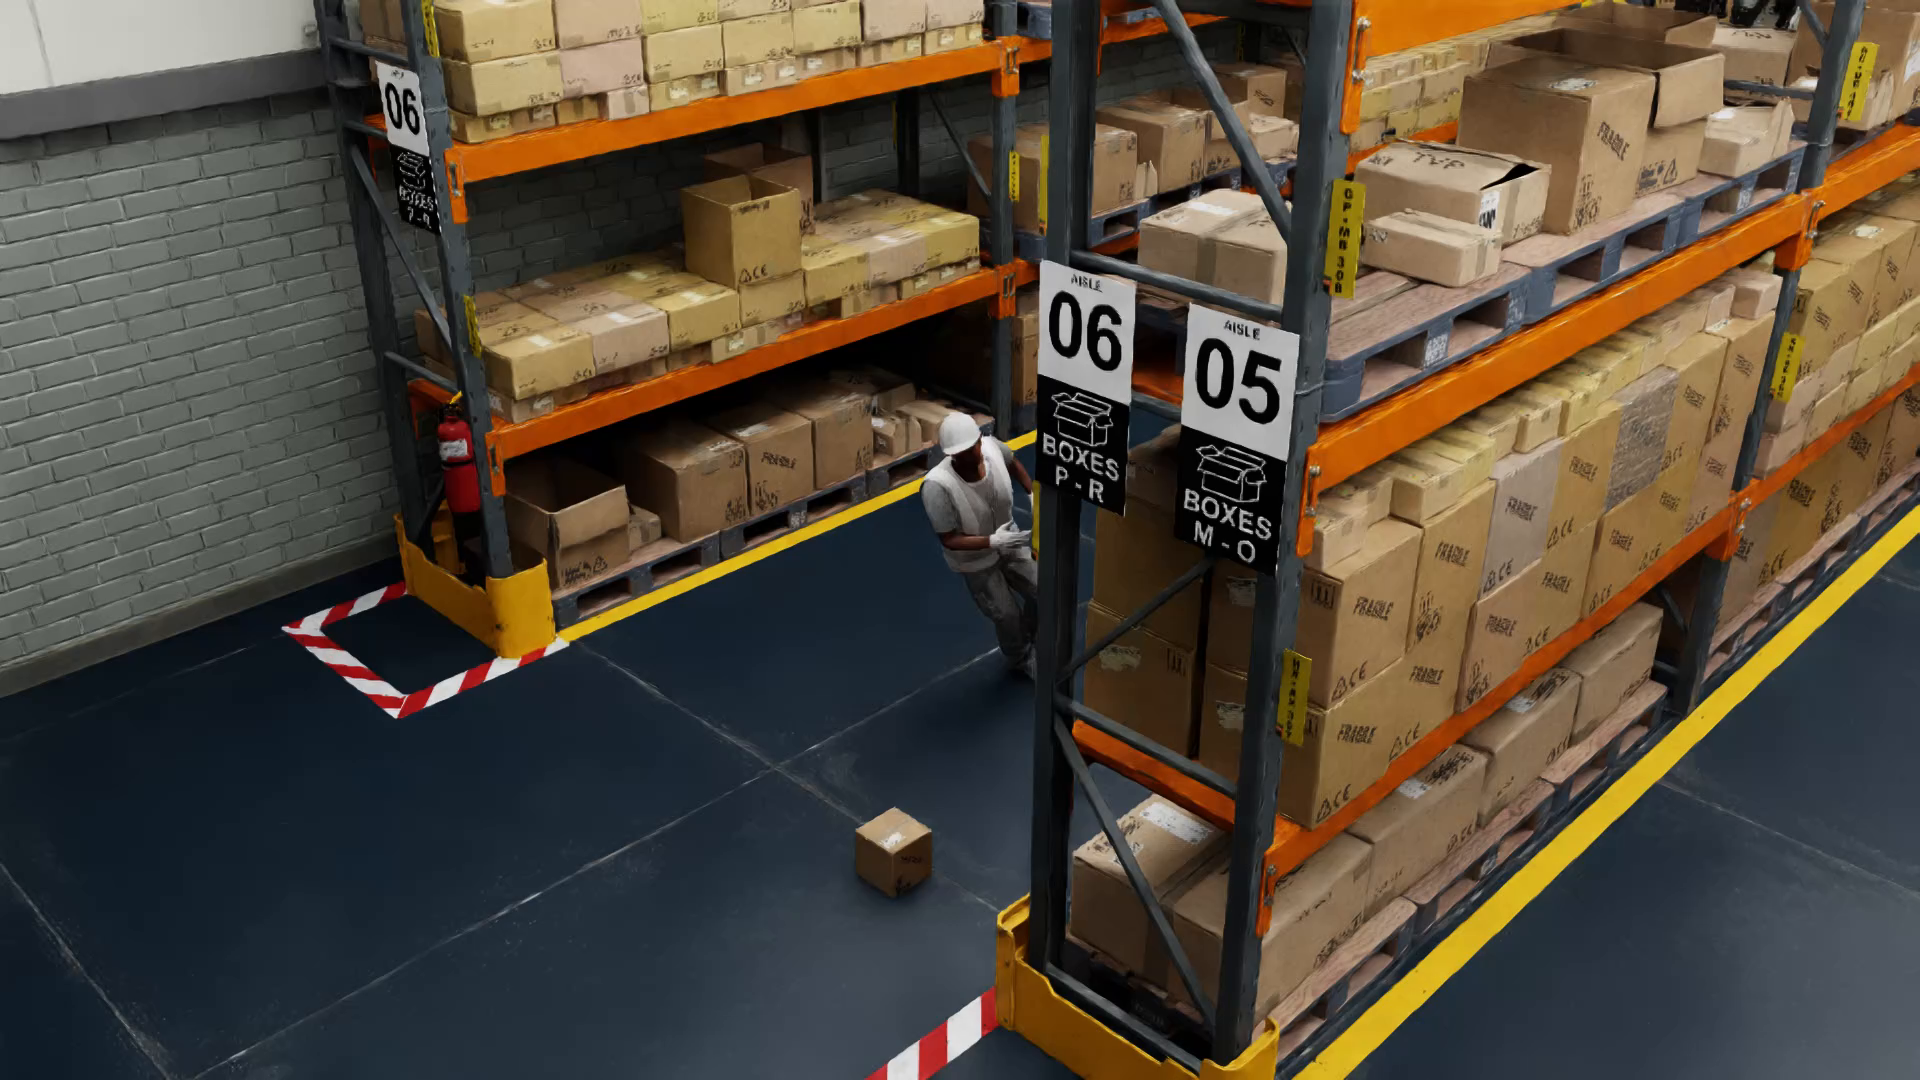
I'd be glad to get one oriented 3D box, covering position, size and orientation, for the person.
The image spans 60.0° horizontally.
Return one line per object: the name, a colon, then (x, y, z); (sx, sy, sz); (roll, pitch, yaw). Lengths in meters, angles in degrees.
person: (0.259, 0.058, 8.620); (0.944, 1.663, 0.573); (-22, 34, -35)
